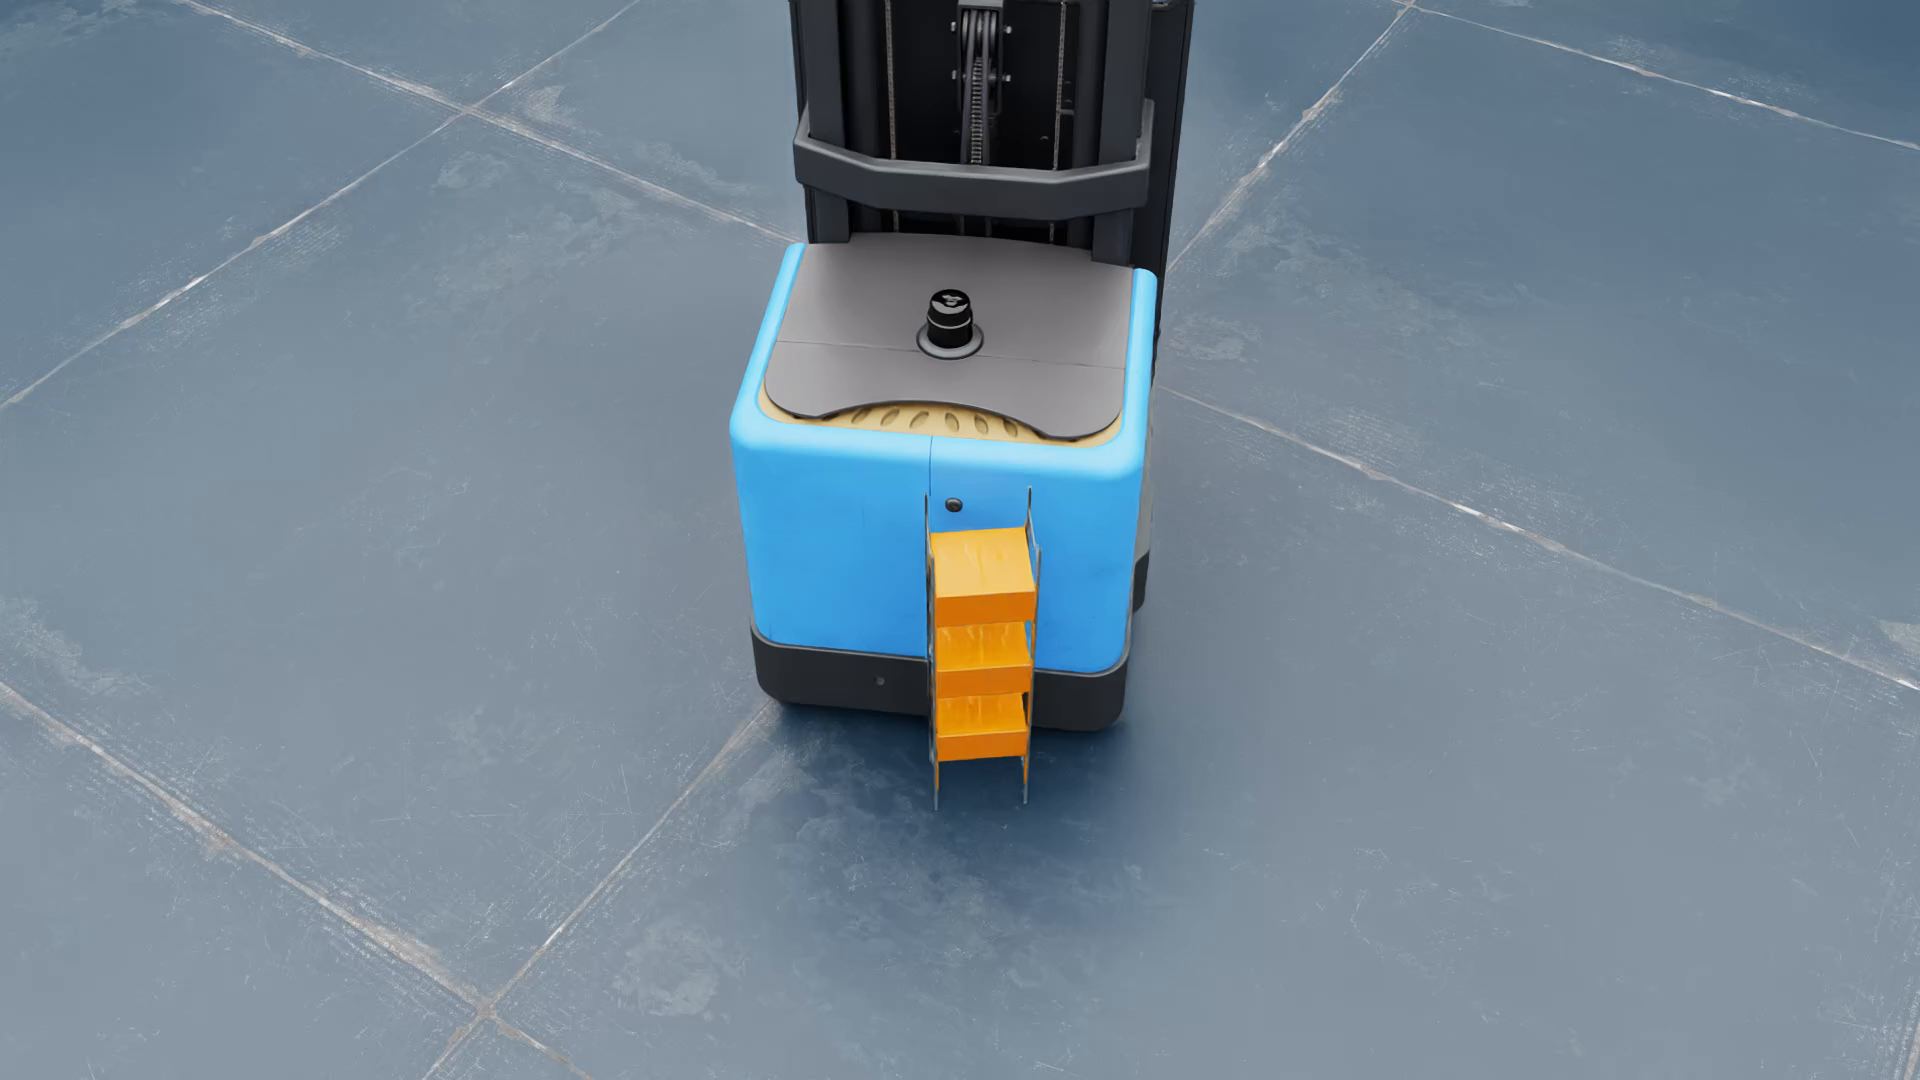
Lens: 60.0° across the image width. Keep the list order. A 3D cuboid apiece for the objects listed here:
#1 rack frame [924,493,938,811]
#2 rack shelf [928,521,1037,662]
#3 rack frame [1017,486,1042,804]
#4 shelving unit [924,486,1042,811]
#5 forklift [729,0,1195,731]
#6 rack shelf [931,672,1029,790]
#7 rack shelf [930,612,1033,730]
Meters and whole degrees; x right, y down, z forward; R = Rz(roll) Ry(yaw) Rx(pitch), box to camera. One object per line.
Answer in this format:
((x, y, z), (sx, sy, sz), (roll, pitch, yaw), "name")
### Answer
((-0.072, 0.315, 4.206), (0.008, 1.050, 0.200), (-4, 48, -4), "rack frame")
((0.050, 0.125, 4.010), (0.240, 0.259, 0.215), (-4, 48, -4), "rack shelf")
((0.171, 0.298, 4.222), (0.008, 1.050, 0.200), (-4, 48, -4), "rack frame")
((0.049, 0.306, 4.214), (0.252, 1.050, 0.215), (-4, 48, -4), "shelving unit")
((0.114, -1.553, 4.716), (1.130, 2.935, 3.031), (5, 46, 5), "forklift")
((0.048, 0.498, 4.429), (0.240, 0.259, 0.215), (-4, 48, -4), "rack shelf")
((0.049, 0.313, 4.222), (0.240, 0.259, 0.215), (-4, 48, -4), "rack shelf")
